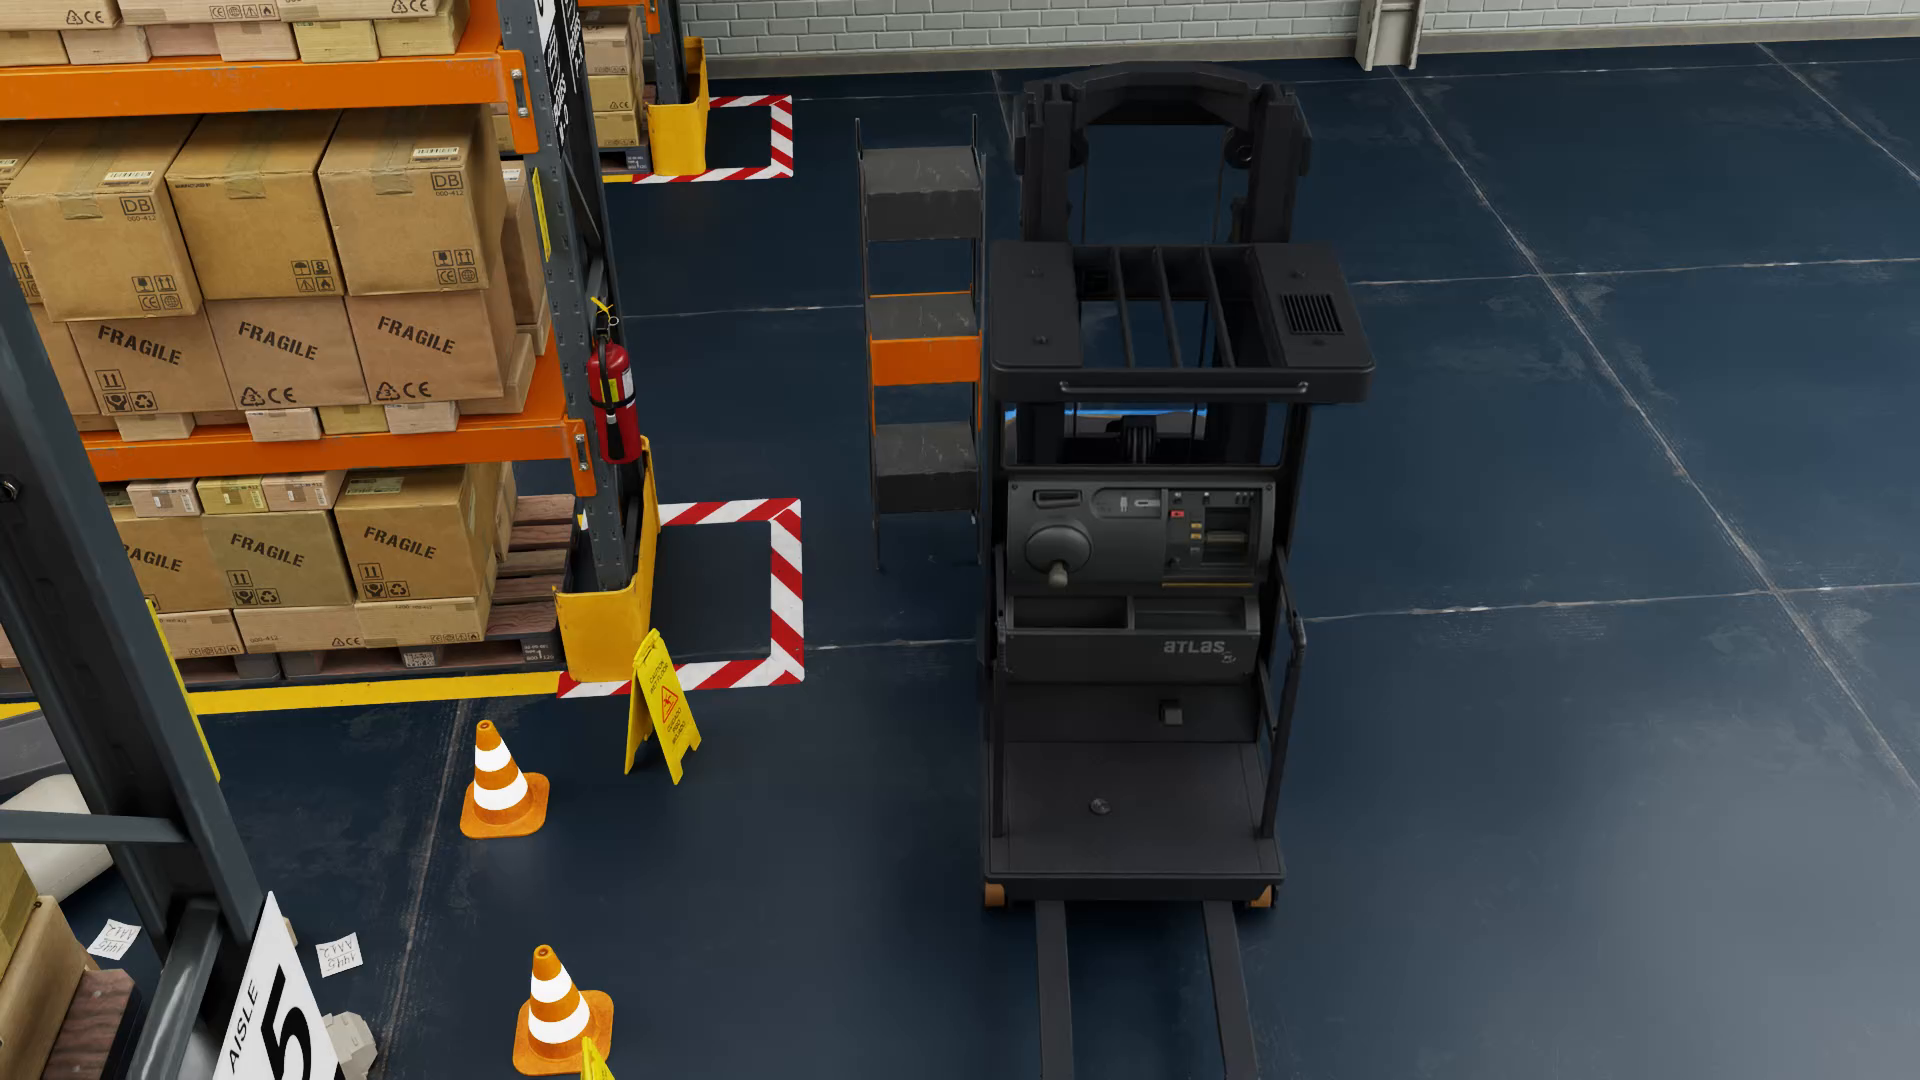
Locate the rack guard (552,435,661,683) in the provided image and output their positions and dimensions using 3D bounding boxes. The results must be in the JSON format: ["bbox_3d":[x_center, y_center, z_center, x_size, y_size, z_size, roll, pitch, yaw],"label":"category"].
[{"bbox_3d":[-1.595,0.063,7.588,0.348,0.500,1.175,-3,38,-4],"label":"rack guard"}]

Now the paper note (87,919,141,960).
[{"bbox_3d":[-3.144,1.482,6.179,0.142,0.019,0.148,9,39,12],"label":"paper note"}]

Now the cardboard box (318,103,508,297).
[{"bbox_3d":[-2.009,-1.308,6.180,0.500,0.500,0.700,-4,38,-5],"label":"cardboard box"}]

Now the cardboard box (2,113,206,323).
[{"bbox_3d":[-3.012,-1.194,6.035,0.500,0.500,0.700,-4,38,-5],"label":"cardboard box"}]

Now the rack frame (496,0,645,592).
[{"bbox_3d":[-1.519,-0.922,6.819,0.127,3.000,1.000,-3,38,-4],"label":"rack frame"}]

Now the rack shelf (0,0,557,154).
[{"bbox_3d":[-3.511,-1.708,5.974,4.000,0.370,1.077,-3,38,-4],"label":"rack shelf"}]

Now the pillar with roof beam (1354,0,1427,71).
[{"bbox_3d":[3.622,-4.531,6.549,0.400,9.000,9.100,-3,38,-4],"label":"pillar with roof beam"}]

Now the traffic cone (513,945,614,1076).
[{"bbox_3d":[-1.396,1.559,5.722,0.334,0.463,0.336,-3,38,-4],"label":"traffic cone"}]

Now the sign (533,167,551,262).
[{"bbox_3d":[-1.490,-1.157,5.927,0.005,0.325,0.100,-3,38,-4],"label":"sign"}]

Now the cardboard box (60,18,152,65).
[{"bbox_3d":[-2.865,-1.766,5.670,0.250,0.149,0.380,-3,38,-4],"label":"cardboard box"}]

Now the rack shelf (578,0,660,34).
[{"bbox_3d":[-3.955,-3.593,10.784,4.000,0.370,1.077,-3,38,-4],"label":"rack shelf"}]

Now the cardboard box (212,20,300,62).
[{"bbox_3d":[-2.363,-1.782,5.690,0.250,0.149,0.380,-2,38,-3],"label":"cardboard box"}]

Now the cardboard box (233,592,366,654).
[{"bbox_3d":[-2.817,0.226,7.245,0.500,0.250,0.500,-3,38,-4],"label":"cardboard box"}]

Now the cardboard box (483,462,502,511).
[{"bbox_3d":[-2.371,-0.427,7.467,0.500,0.500,0.500,-4,38,-5],"label":"cardboard box"}]

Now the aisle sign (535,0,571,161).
[{"bbox_3d":[-1.432,-1.767,5.792,0.004,0.787,0.394,-3,38,-4],"label":"aisle sign"}]

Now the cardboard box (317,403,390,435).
[{"bbox_3d":[-2.372,-0.588,6.598,0.250,0.149,0.380,-4,38,-5],"label":"cardboard box"}]

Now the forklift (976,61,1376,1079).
[{"bbox_3d":[0.632,0.046,5.647,1.130,2.935,3.031,0,38,0],"label":"forklift"}]

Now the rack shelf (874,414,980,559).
[{"bbox_3d":[-0.165,-0.255,7.852,0.480,0.518,0.431,-3,38,-4],"label":"rack shelf"}]

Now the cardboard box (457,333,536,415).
[{"bbox_3d":[-1.873,-0.671,6.704,0.250,0.149,0.380,-2,38,-2],"label":"cardboard box"}]

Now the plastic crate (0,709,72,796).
[{"bbox_3d":[-3.867,0.863,6.914,0.583,0.080,0.402,-16,41,-19],"label":"plastic crate"}]

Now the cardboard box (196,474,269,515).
[{"bbox_3d":[-2.904,-0.279,6.755,0.250,0.149,0.380,-3,38,-3],"label":"cardboard box"}]

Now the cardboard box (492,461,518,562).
[{"bbox_3d":[-2.347,-0.134,7.701,0.500,0.250,0.500,-3,38,-4],"label":"cardboard box"}]

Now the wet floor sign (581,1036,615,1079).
[{"bbox_3d":[-1.127,1.827,5.235,0.232,0.644,0.267,-9,39,-12],"label":"wet floor sign"}]

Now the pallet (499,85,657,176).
[{"bbox_3d":[-2.721,-2.822,11.478,1.213,0.211,1.003,-3,38,-4],"label":"pallet"}]

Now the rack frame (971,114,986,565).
[{"bbox_3d":[0.078,-0.829,7.427,0.015,2.100,0.400,-3,38,-4],"label":"rack frame"}]

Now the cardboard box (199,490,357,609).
[{"bbox_3d":[-2.814,-0.067,7.010,0.500,0.500,0.500,-2,38,-2],"label":"cardboard box"}]

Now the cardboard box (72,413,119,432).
[{"bbox_3d":[-3.397,-0.599,6.613,0.250,0.149,0.380,-3,38,-4],"label":"cardboard box"}]

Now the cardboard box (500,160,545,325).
[{"bbox_3d":[-2.016,-1.224,6.880,0.500,0.500,0.500,-4,38,-5],"label":"cardboard box"}]

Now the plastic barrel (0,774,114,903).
[{"bbox_3d":[-3.442,1.136,6.290,0.421,0.421,0.512,23,44,27],"label":"plastic barrel"}]

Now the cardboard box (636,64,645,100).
[{"bbox_3d":[-2.469,-3.164,11.541,0.500,0.250,0.500,-3,38,-4],"label":"cardboard box"}]

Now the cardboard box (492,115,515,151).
[{"bbox_3d":[-2.899,-2.828,11.115,0.500,0.250,0.500,-3,38,-4],"label":"cardboard box"}]

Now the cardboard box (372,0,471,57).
[{"bbox_3d":[-1.850,-1.809,5.725,0.250,0.149,0.380,-3,38,-4],"label":"cardboard box"}]

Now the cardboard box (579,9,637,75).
[{"bbox_3d":[-2.394,-3.245,10.837,0.500,0.250,0.500,-2,38,-2],"label":"cardboard box"}]

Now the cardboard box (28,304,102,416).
[{"bbox_3d":[-3.540,-0.813,6.359,0.500,0.500,0.500,-3,38,-3],"label":"cardboard box"}]

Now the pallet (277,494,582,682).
[{"bbox_3d":[-2.407,0.199,7.649,1.213,0.211,1.003,-3,38,-4],"label":"pallet"}]

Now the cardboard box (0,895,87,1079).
[{"bbox_3d":[-1.350,0.664,2.170,0.250,0.149,0.380,-3,38,-4],"label":"cardboard box"}]

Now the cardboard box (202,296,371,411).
[{"bbox_3d":[-2.535,-0.854,6.412,0.500,0.500,0.500,-3,38,-4],"label":"cardboard box"}]

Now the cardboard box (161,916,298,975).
[{"bbox_3d":[-2.645,1.515,6.032,0.250,0.149,0.380,16,41,19],"label":"cardboard box"}]

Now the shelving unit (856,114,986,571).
[{"bbox_3d":[-0.165,-0.815,7.410,0.503,2.100,0.431,-3,38,-4],"label":"shelving unit"}]

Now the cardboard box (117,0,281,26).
[{"bbox_3d":[-2.507,-1.945,5.575,0.500,0.250,0.500,-4,38,-5],"label":"cardboard box"}]

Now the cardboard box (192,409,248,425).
[{"bbox_3d":[-2.894,-0.628,6.649,0.250,0.149,0.380,-3,38,-3],"label":"cardboard box"}]

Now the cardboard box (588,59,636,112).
[{"bbox_3d":[-2.420,-3.047,10.989,0.500,0.250,0.500,-4,38,-5],"label":"cardboard box"}]

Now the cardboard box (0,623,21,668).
[{"bbox_3d":[-3.833,0.279,7.178,0.500,0.250,0.500,-4,38,-5],"label":"cardboard box"}]

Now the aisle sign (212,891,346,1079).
[{"bbox_3d":[-0.936,0.917,2.390,0.004,0.787,0.394,-3,38,-4],"label":"aisle sign"}]
